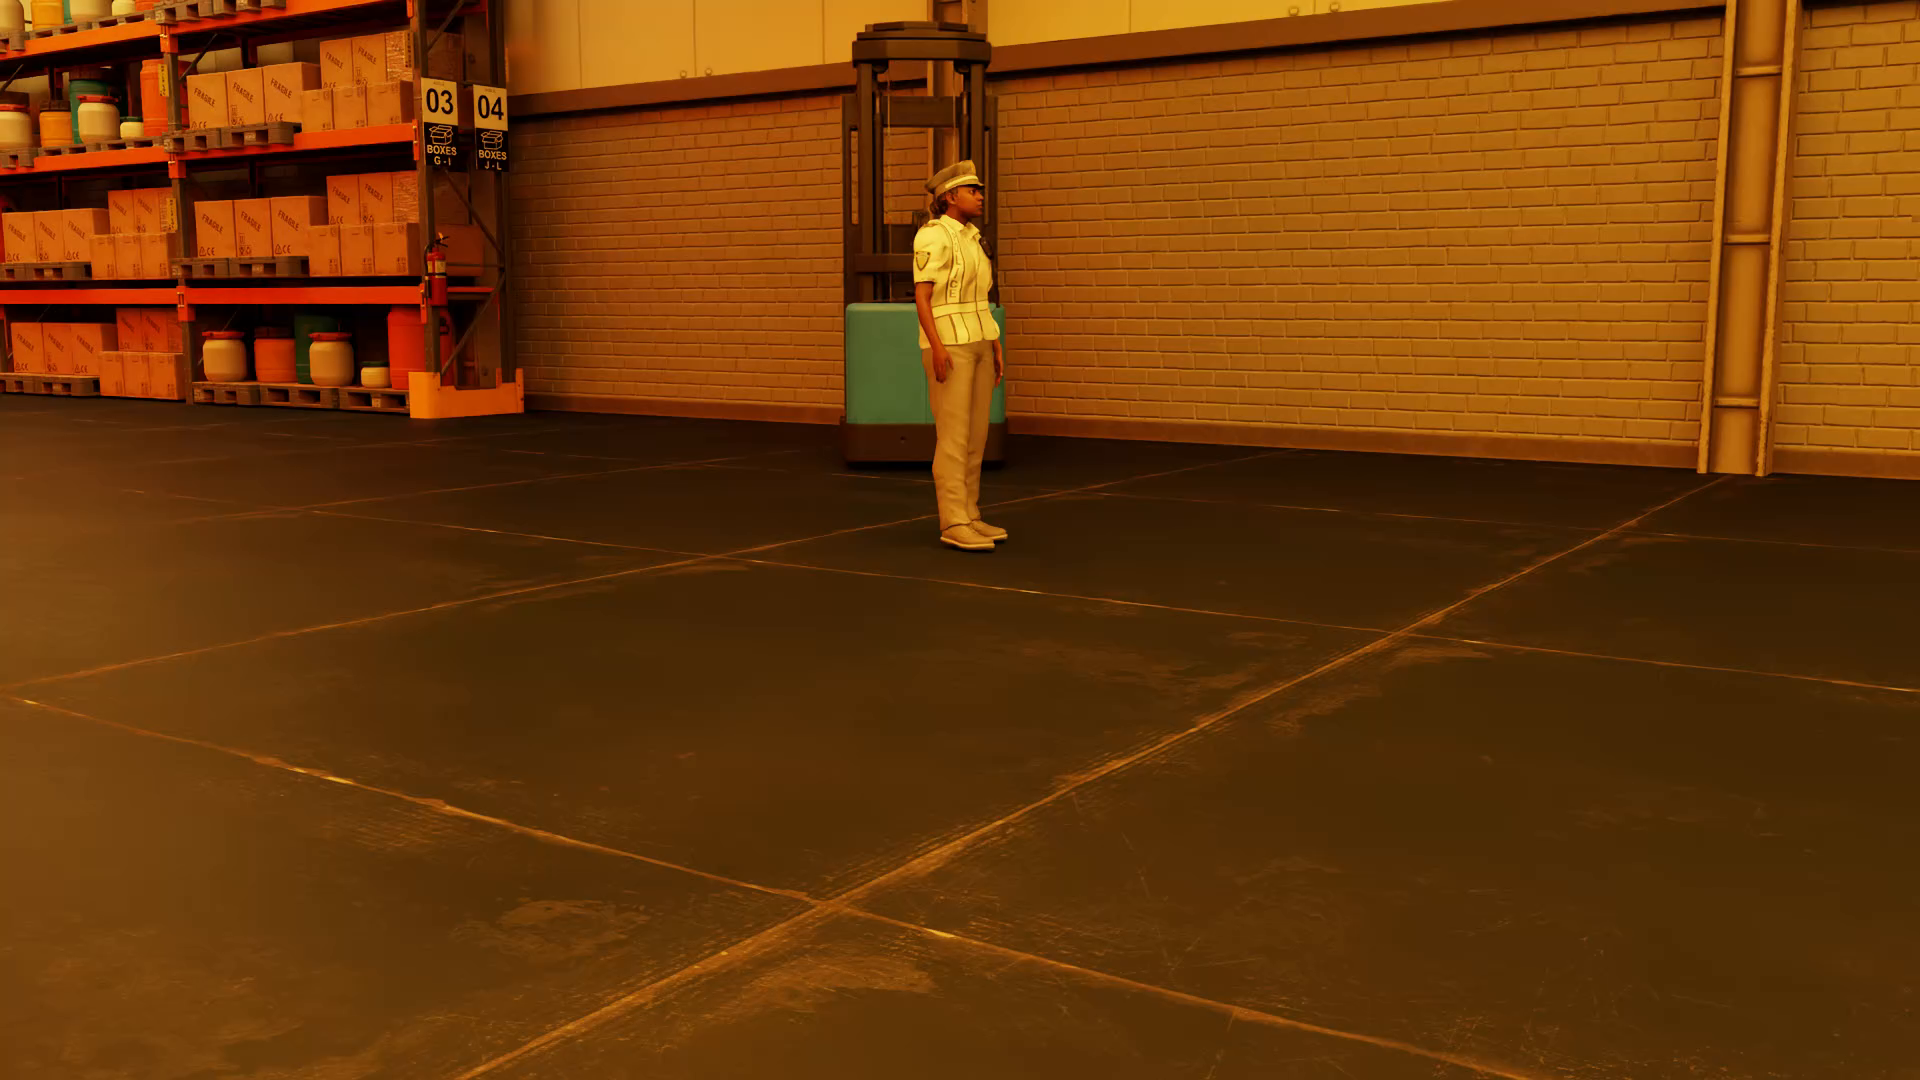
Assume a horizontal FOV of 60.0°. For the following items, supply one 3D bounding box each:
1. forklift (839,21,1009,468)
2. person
[{"bbox_3d":[-0.293,-2.096,11.934,1.130,2.935,3.031,0,8,-3],"label":"forklift"},{"bbox_3d":[0.052,-0.838,7.426,0.528,1.697,0.570,5,10,34],"label":"person"}]
